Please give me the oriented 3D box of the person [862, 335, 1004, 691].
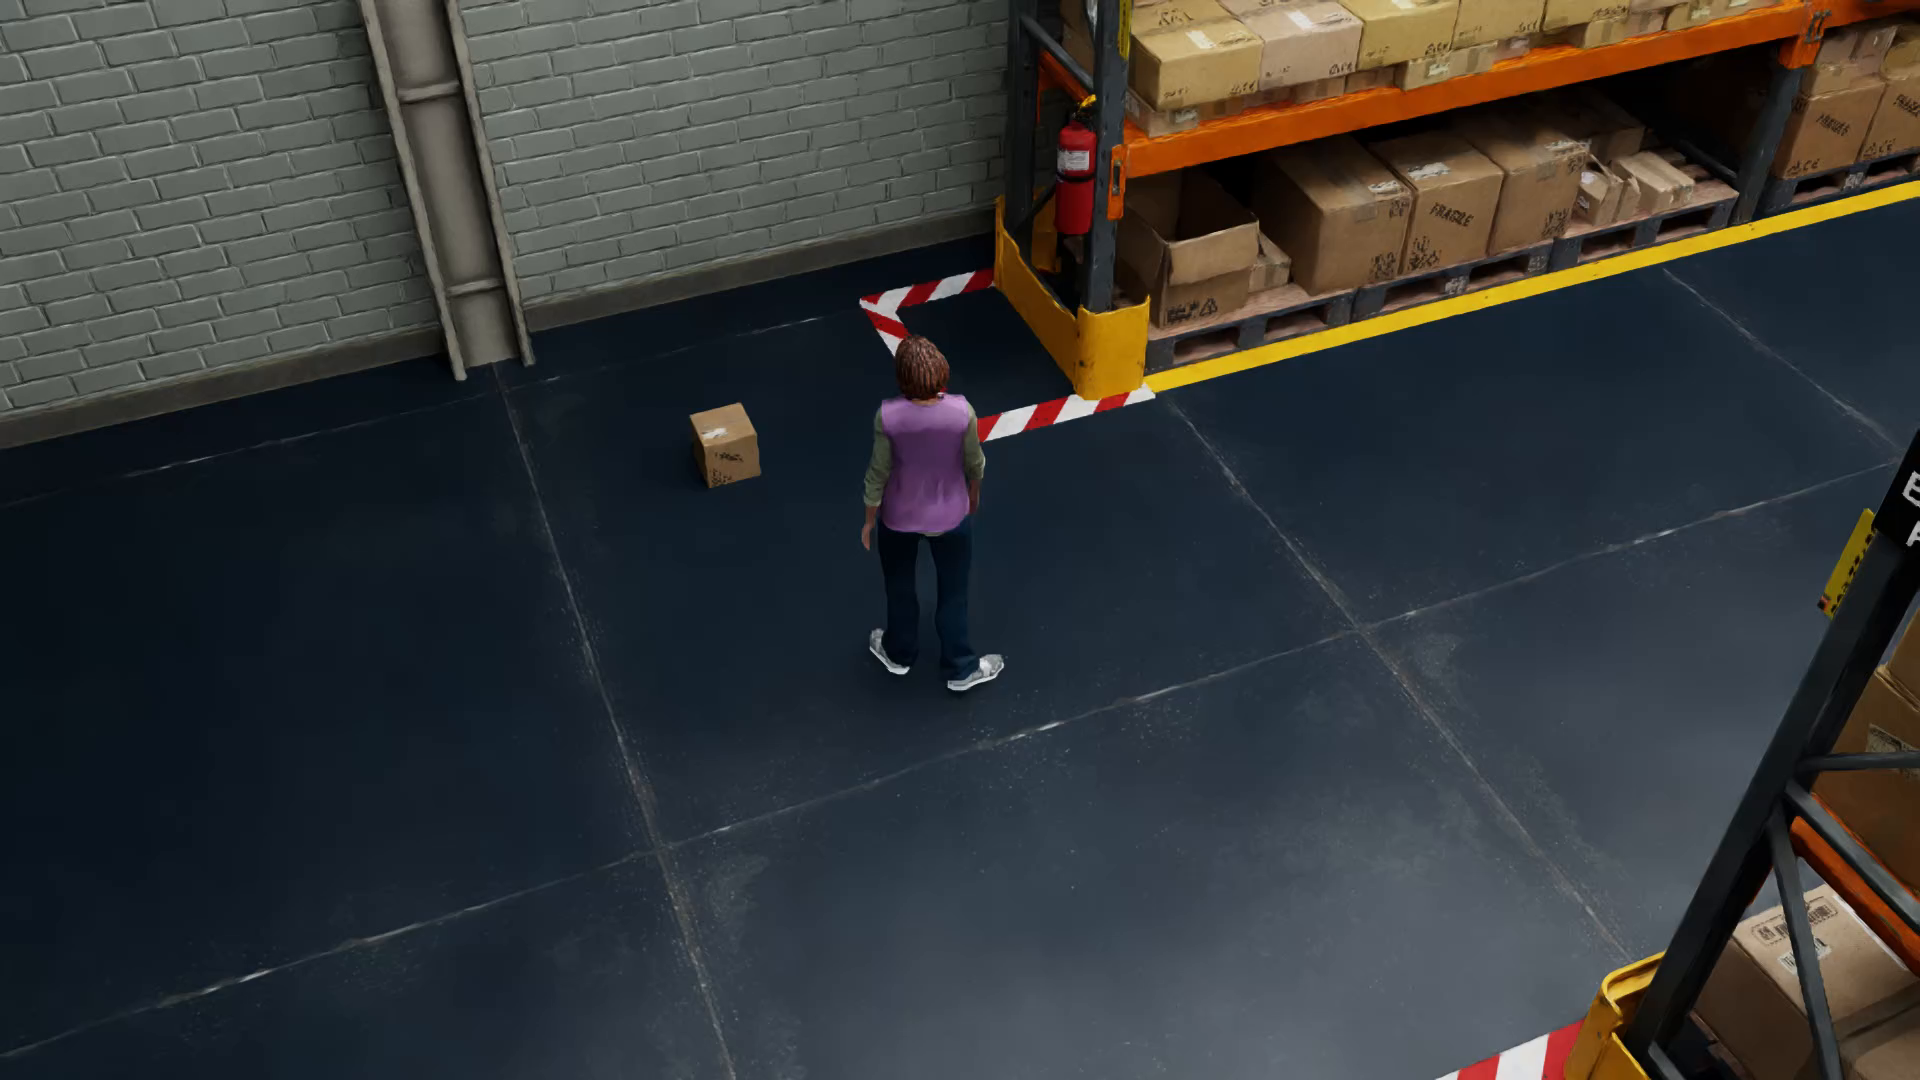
[{"bbox_3d":[-0.098,-0.082,6.238,0.551,1.604,0.370,-1,42,-1],"label":"person"}]
